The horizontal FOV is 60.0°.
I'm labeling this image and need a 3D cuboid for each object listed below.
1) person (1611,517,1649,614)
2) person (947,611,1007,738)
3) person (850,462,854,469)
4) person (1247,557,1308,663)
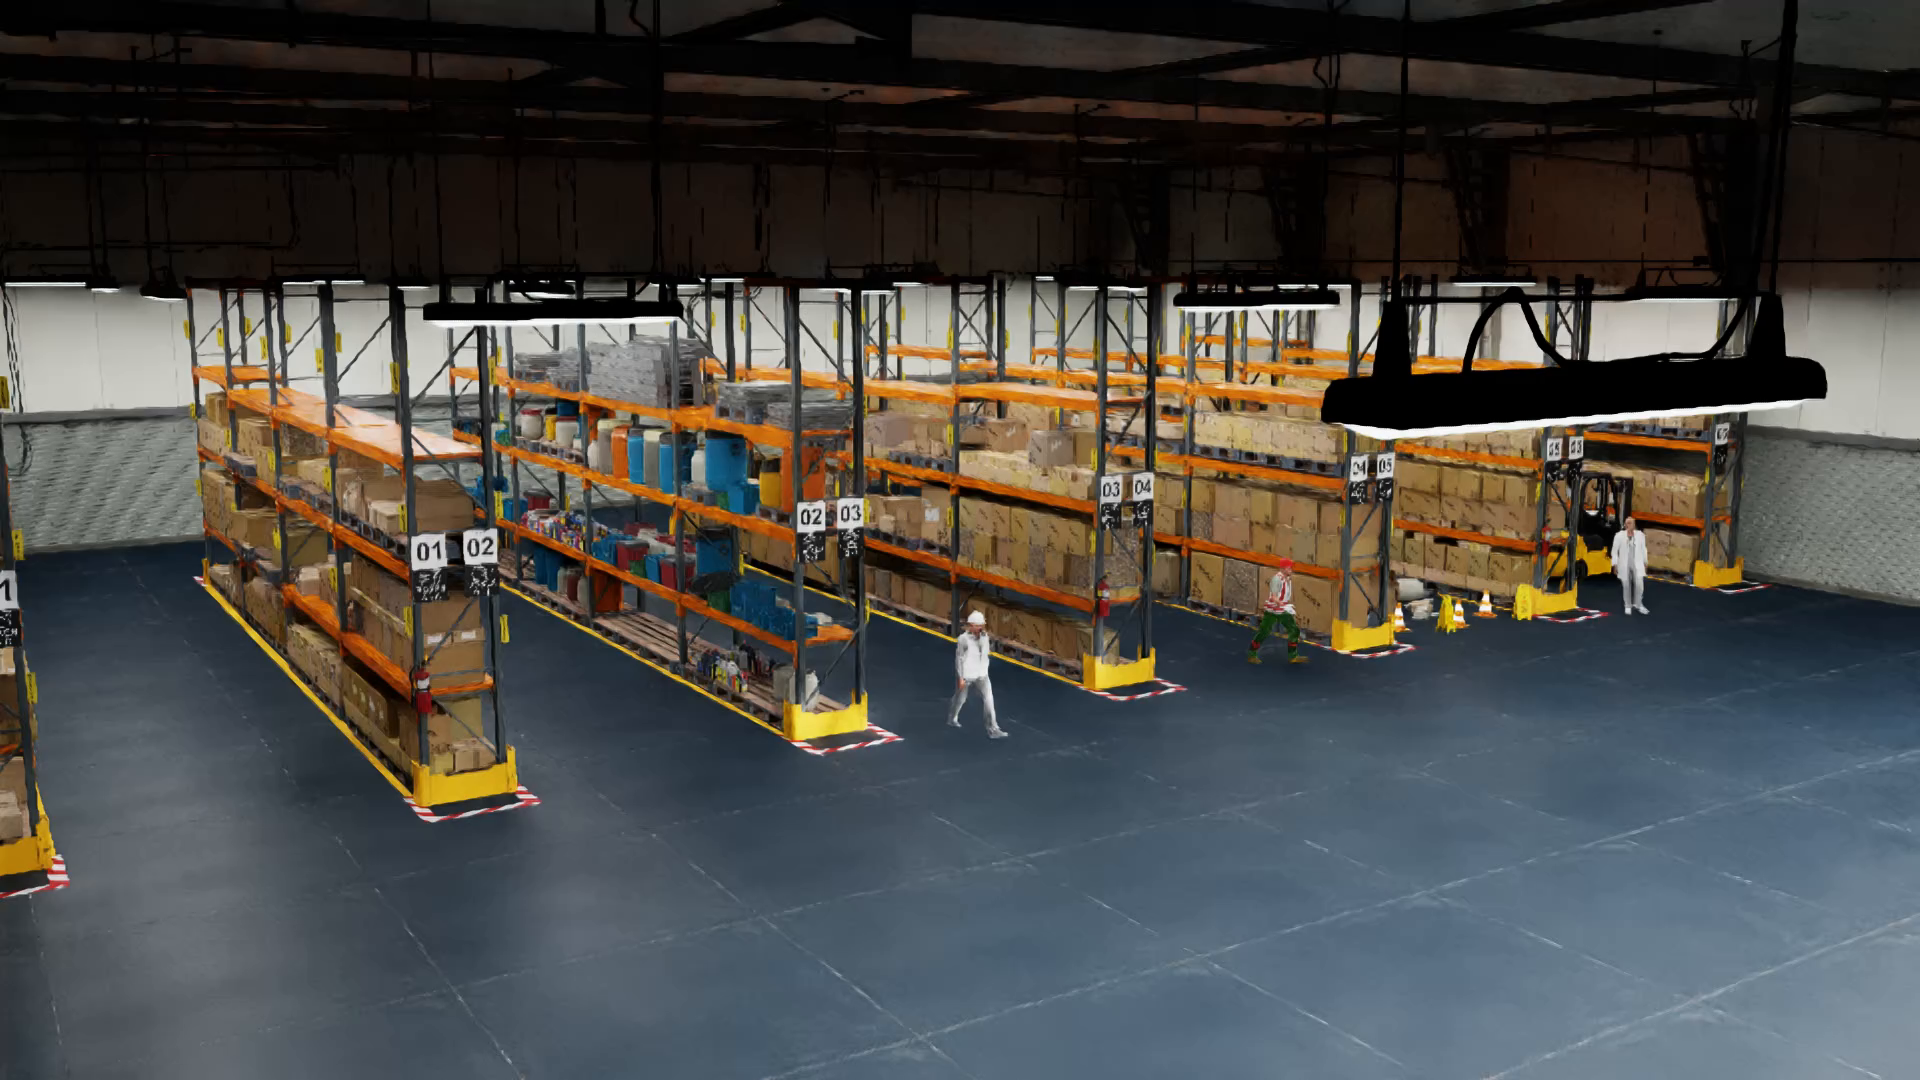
[{"bbox_3d":[12.069,0.454,29.904,0.691,1.764,0.518,3,10,19],"label":"person"},{"bbox_3d":[0.176,1.776,22.280,0.543,1.700,1.114,-5,11,-29],"label":"person"},{"bbox_3d":[-2.461,-0.989,38.747,0.572,1.689,1.128,-6,12,-34],"label":"person"},{"bbox_3d":[5.008,1.102,26.225,0.844,1.715,0.684,8,13,41],"label":"person"}]
